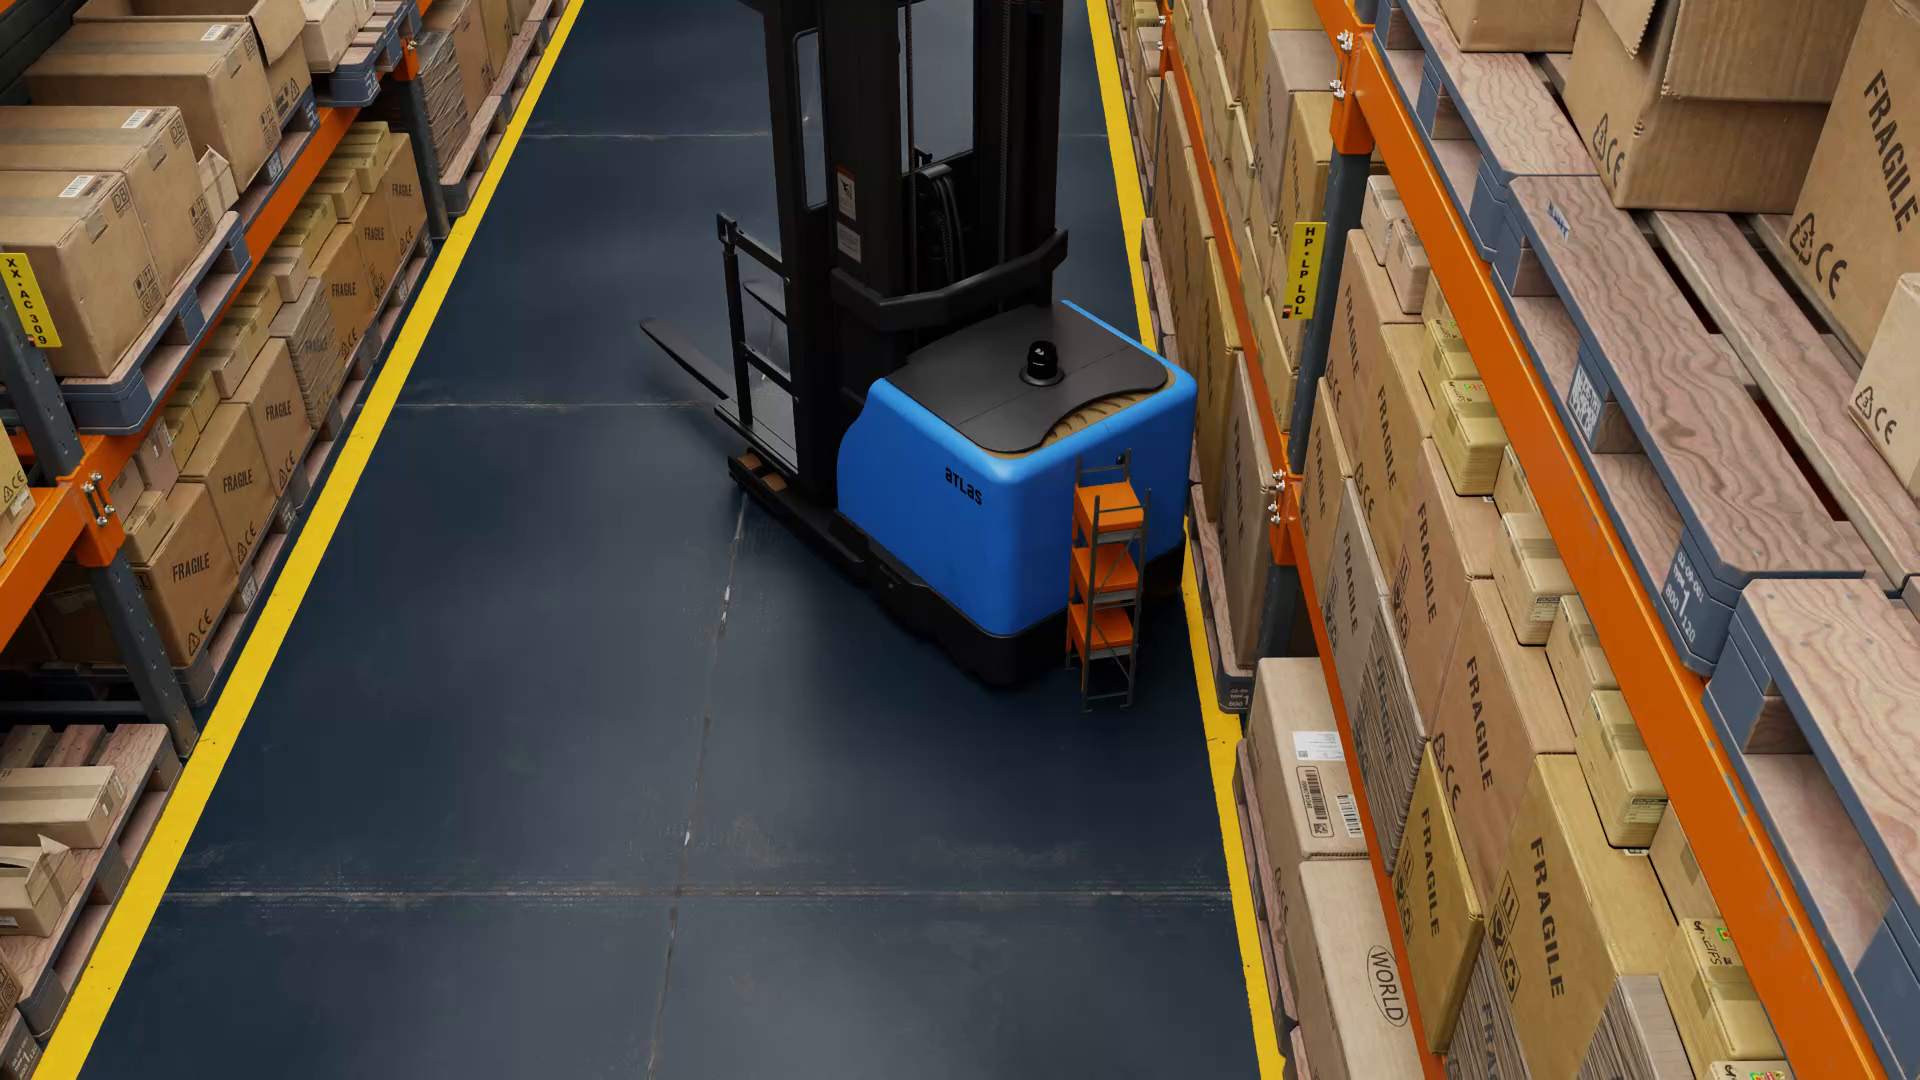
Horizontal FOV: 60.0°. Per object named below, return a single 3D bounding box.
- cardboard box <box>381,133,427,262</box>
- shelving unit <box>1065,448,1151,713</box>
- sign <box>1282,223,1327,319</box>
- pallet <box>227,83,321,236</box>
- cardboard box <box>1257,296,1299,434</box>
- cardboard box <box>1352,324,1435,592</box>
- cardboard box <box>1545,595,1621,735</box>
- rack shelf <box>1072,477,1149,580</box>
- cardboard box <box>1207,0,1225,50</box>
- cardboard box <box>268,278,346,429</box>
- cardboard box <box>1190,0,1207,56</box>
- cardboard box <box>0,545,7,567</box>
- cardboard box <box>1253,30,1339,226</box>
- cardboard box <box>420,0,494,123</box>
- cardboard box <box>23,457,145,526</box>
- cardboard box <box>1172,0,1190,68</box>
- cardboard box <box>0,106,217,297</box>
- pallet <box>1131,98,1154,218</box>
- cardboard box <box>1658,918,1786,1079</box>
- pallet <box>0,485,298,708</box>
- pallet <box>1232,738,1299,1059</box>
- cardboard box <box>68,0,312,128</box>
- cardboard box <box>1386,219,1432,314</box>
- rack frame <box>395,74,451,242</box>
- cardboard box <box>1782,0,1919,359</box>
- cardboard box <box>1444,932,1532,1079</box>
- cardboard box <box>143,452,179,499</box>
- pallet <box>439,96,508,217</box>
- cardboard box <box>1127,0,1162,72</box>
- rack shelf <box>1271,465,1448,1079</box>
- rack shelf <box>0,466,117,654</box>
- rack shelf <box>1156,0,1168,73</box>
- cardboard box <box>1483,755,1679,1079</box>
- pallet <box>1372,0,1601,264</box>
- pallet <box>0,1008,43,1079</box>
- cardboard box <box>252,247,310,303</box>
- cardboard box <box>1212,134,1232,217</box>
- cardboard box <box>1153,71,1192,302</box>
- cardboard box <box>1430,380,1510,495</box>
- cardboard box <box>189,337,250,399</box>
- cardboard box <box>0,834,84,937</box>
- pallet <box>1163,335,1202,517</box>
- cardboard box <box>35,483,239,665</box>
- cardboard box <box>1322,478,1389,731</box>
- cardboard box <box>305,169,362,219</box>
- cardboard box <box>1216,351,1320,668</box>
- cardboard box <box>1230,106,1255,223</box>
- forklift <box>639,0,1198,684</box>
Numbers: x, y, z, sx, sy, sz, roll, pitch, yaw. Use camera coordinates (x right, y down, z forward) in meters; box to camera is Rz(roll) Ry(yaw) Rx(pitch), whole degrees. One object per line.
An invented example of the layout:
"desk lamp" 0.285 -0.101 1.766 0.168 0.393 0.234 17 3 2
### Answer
"cardboard box" -3.175 -1.811 8.774 0.500 0.500 0.500 1 39 1
"shelving unit" 0.541 0.170 6.198 0.215 1.050 0.252 -7 39 -9
"sign" 1.036 -0.806 4.994 0.100 0.325 0.005 0 39 0
"pallet" -3.383 -1.596 6.996 1.003 0.211 1.213 0 39 0
"cardboard box" 1.326 -0.613 5.736 0.500 0.250 0.500 -1 39 -1
"cardboard box" 1.331 -0.207 4.230 0.500 0.500 0.500 -1 39 -1
"cardboard box" 1.344 0.241 3.152 0.380 0.149 0.250 1 39 1
"rack shelf" 0.541 -0.043 6.028 0.215 0.259 0.240 -7 39 -9
"cardboard box" 1.325 -2.380 6.941 0.500 0.500 0.500 1 39 1
"cardboard box" -3.162 -0.846 7.570 0.500 0.500 0.500 -1 39 -2
"cardboard box" 1.327 -2.389 7.553 0.500 0.250 0.500 1 39 1
"cardboard box" -3.111 0.075 4.959 0.380 0.149 0.250 1 39 1
"cardboard box" 1.319 -1.423 5.748 0.500 0.500 0.500 1 39 1
"cardboard box" -3.386 -2.923 10.062 0.875 0.625 0.625 1 39 1
"cardboard box" -3.180 -0.168 5.967 0.380 0.149 0.250 -1 39 -1
"cardboard box" 1.323 -2.528 8.126 0.500 0.250 0.500 -1 39 -1
"cardboard box" -3.163 -1.215 5.952 0.700 0.500 0.500 0 39 0
"pallet" 1.574 -2.293 9.943 1.003 0.211 1.213 0 39 0
"cardboard box" 1.314 0.726 2.547 0.380 0.149 0.250 1 39 1
"pallet" -3.424 0.194 6.839 1.003 0.211 1.213 0 39 0
"pallet" 1.501 1.172 5.618 1.003 0.211 1.213 0 39 0
"cardboard box" -3.203 -2.070 7.016 0.797 0.503 0.637 -1 39 -1
"cardboard box" 1.335 -0.716 4.346 0.380 0.149 0.250 1 39 1
"rack frame" -3.390 -2.887 8.454 1.000 3.000 0.127 0 39 0
"cardboard box" 1.730 -0.563 2.660 0.500 0.500 0.500 1 39 1
"cardboard box" 1.322 1.134 3.356 0.500 0.500 0.500 1 39 1
"cardboard box" -3.197 -0.225 6.276 0.380 0.149 0.250 -1 39 -1
"pallet" -3.352 -2.314 9.968 1.003 0.211 1.213 0 39 0
"cardboard box" 1.579 -3.320 10.760 0.950 0.372 0.625 1 39 1
"rack shelf" 1.580 1.140 4.004 1.077 0.370 4.000 0 39 0
"rack shelf" -3.383 1.146 3.997 1.077 0.370 4.000 0 39 0
"rack shelf" 1.571 -3.863 10.247 1.077 0.370 4.000 0 39 0
"cardboard box" 1.317 0.743 3.044 0.500 0.500 0.500 0 39 0
"pallet" 1.569 -1.016 3.791 1.003 0.211 1.213 0 39 0
"pallet" -3.381 1.897 4.714 1.003 0.211 1.213 0 39 0
"cardboard box" -3.163 -1.191 7.481 0.380 0.149 0.250 -2 39 -2
"cardboard box" 1.340 -1.570 6.931 0.500 0.250 0.500 0 39 0
"cardboard box" 1.491 -1.796 8.455 0.875 0.875 0.875 0 39 0
"cardboard box" 1.288 -0.234 3.746 0.380 0.149 0.250 -1 39 -1
"cardboard box" -3.186 -0.713 6.885 0.380 0.149 0.250 0 39 0
"cardboard box" -3.091 1.089 5.343 0.396 0.266 0.258 1 39 2
"pallet" 1.498 -0.551 7.768 1.003 0.211 1.213 0 39 0
"cardboard box" -3.161 0.123 6.360 0.500 0.500 0.500 2 39 2
"cardboard box" 1.313 0.178 4.549 0.500 0.500 0.500 0 39 0
"cardboard box" -3.149 -1.684 8.098 0.380 0.149 0.250 -1 39 -2
"cardboard box" 1.497 -0.114 6.357 0.875 0.875 0.875 1 39 1
"cardboard box" 1.320 -1.440 6.368 0.500 0.250 0.500 1 39 1
"forklift" -0.389 -1.448 6.713 1.130 2.935 3.031 -27 46 -29
